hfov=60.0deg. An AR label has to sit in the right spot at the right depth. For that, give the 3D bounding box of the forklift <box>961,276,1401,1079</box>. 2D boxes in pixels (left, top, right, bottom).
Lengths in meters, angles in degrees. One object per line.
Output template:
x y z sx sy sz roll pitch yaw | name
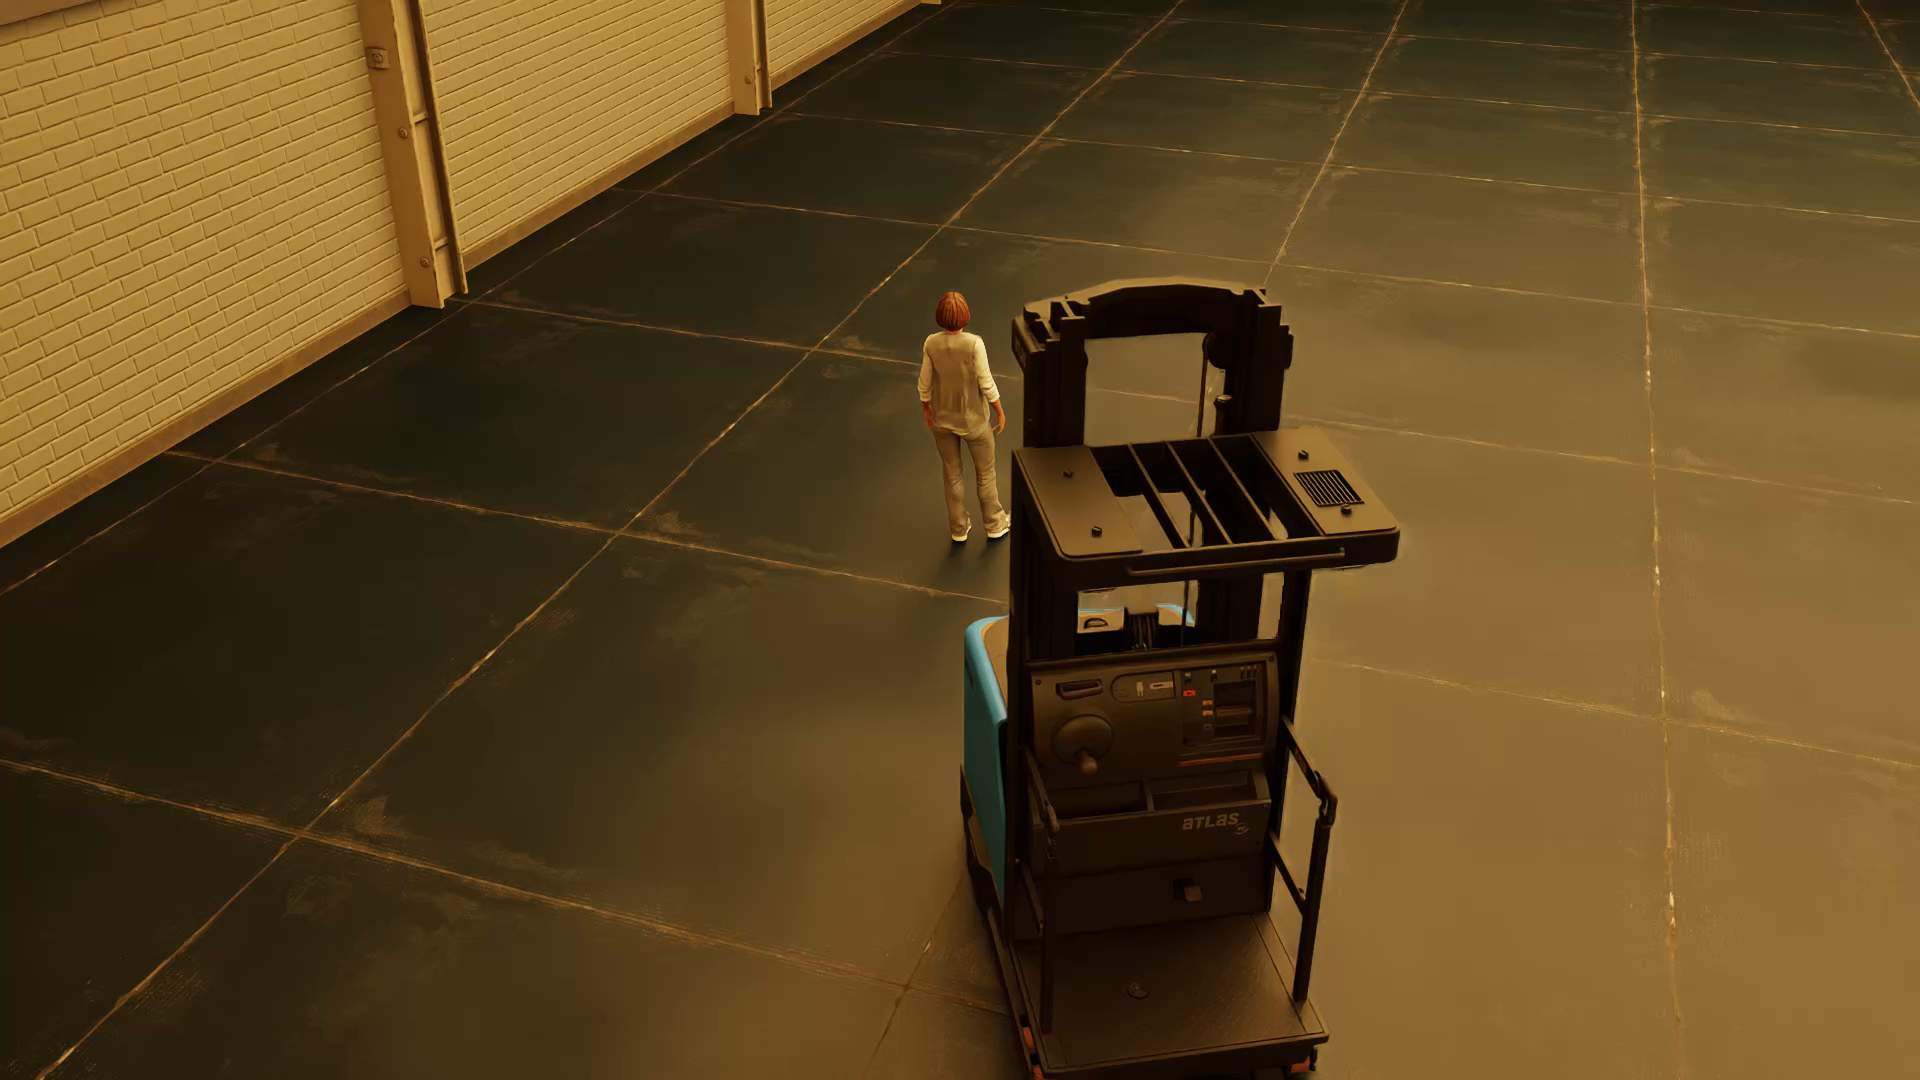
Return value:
0.760 0.685 5.935 1.130 2.935 3.031 -5 30 -8 | forklift

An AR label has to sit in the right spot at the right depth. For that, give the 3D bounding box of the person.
0.037 -0.732 9.753 0.520 1.597 0.475 10 31 16 | person
